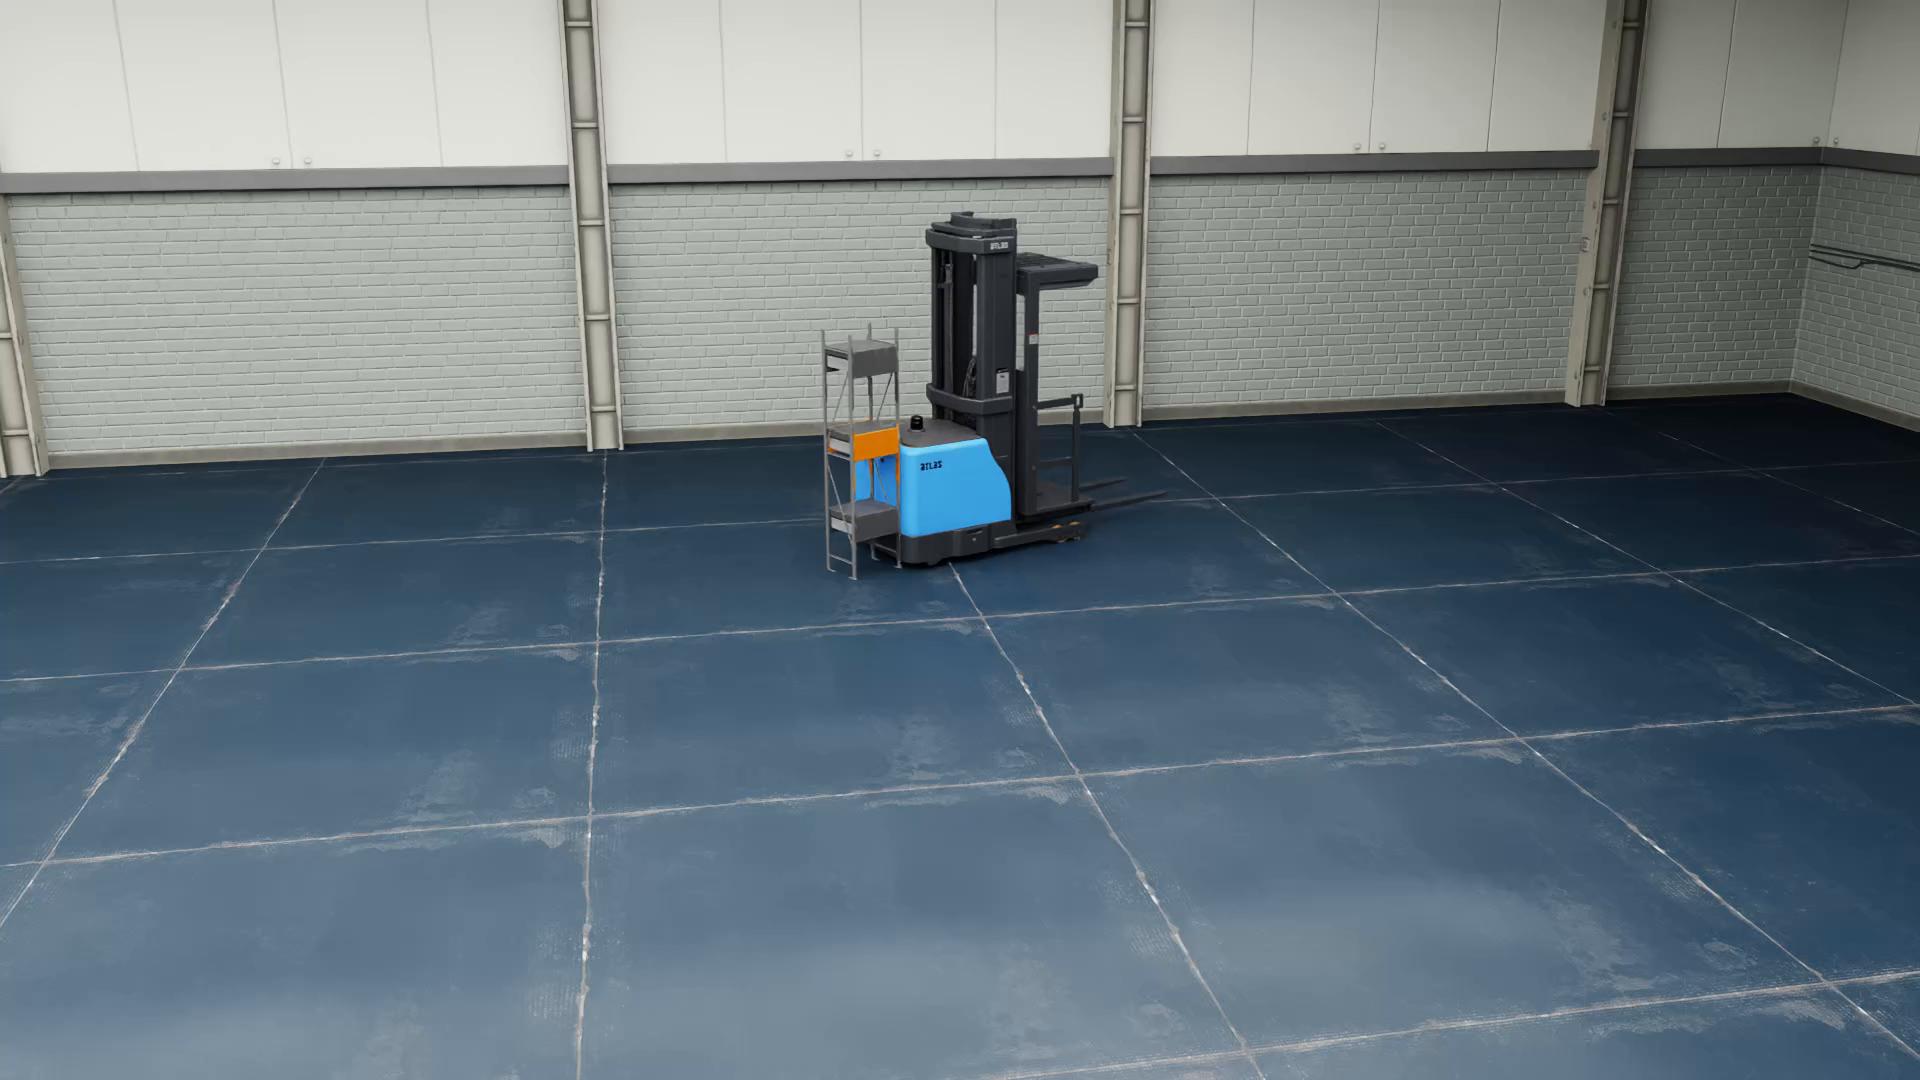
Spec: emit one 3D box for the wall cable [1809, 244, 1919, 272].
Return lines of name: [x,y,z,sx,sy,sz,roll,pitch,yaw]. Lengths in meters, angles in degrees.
wall cable: [10.956,-4.310,19.244,0.112,2.526,3.097,-3,17,-10]

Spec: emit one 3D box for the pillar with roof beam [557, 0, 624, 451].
pillar with roof beam: [-3.152,-4.102,13.279,0.400,9.000,9.100,-3,17,-10]

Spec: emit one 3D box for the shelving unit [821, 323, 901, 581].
shelving unit: [-0.832,-0.749,14.113,0.503,2.100,0.431,-14,22,-39]

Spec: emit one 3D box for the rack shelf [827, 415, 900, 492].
rack shelf: [-0.832,-0.736,14.117,0.480,0.518,0.431,-14,22,-39]

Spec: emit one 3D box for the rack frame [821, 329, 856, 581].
rack frame: [-1.017,-0.703,13.961,0.015,2.100,0.400,-14,22,-39]

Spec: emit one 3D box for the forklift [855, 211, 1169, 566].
forklift: [0.558,-1.489,15.105,3.031,2.935,1.130,-11,20,-31]

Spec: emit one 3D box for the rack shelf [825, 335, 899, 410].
rack shelf: [-0.832,-1.405,13.912,0.480,0.518,0.431,-14,22,-39]

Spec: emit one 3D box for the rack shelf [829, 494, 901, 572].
rack shelf: [-0.831,-0.067,14.322,0.480,0.518,0.431,-14,22,-39]

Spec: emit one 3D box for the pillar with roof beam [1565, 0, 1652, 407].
pillar with roof beam: [8.630,-4.770,15.455,0.400,9.000,9.100,-3,17,-10]

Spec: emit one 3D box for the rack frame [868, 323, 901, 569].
rack frame: [-0.647,-0.796,14.265,0.015,2.100,0.400,-14,22,-39]

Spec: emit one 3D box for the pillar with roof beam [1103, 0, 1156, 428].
pillar with roof beam: [2.739,-4.436,14.367,0.400,9.000,9.100,-3,17,-10]

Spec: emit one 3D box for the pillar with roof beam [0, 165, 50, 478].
pillar with roof beam: [-9.043,-3.768,12.191,0.400,9.000,9.100,-3,17,-10]
